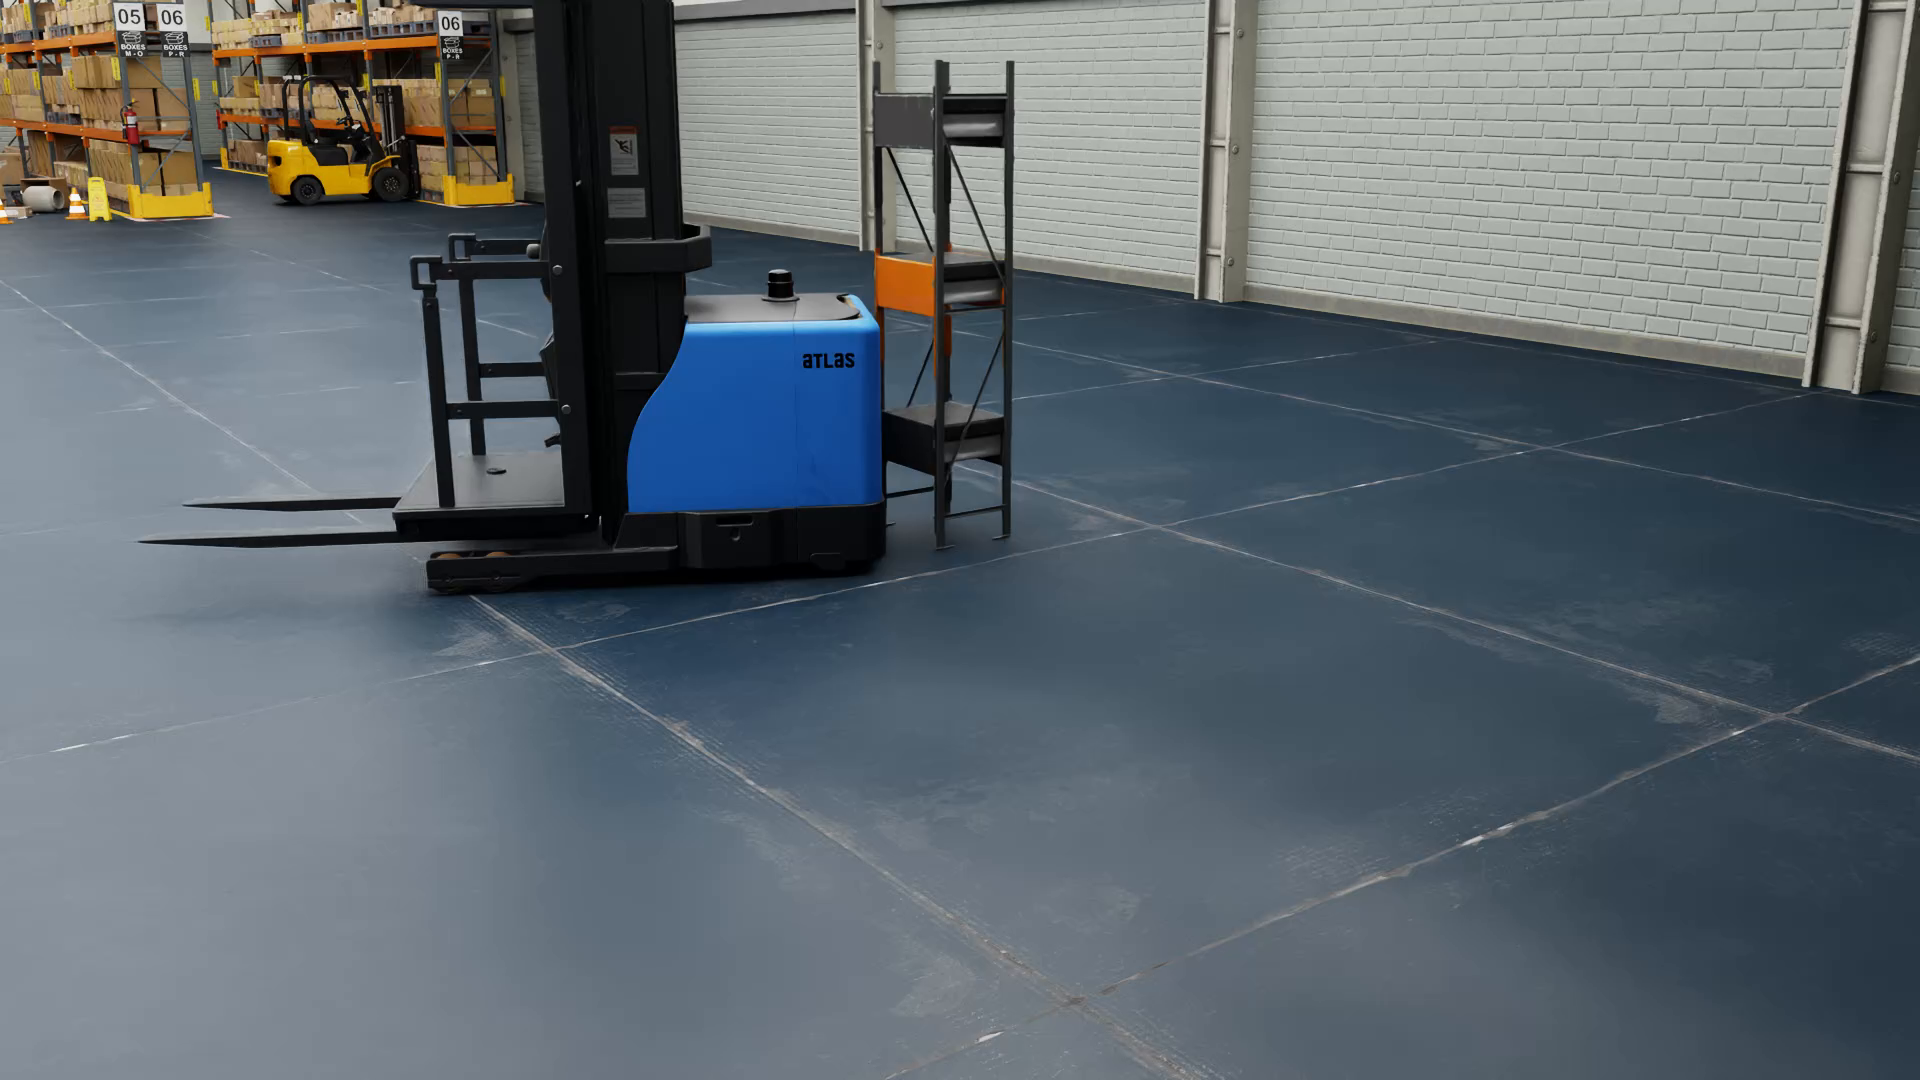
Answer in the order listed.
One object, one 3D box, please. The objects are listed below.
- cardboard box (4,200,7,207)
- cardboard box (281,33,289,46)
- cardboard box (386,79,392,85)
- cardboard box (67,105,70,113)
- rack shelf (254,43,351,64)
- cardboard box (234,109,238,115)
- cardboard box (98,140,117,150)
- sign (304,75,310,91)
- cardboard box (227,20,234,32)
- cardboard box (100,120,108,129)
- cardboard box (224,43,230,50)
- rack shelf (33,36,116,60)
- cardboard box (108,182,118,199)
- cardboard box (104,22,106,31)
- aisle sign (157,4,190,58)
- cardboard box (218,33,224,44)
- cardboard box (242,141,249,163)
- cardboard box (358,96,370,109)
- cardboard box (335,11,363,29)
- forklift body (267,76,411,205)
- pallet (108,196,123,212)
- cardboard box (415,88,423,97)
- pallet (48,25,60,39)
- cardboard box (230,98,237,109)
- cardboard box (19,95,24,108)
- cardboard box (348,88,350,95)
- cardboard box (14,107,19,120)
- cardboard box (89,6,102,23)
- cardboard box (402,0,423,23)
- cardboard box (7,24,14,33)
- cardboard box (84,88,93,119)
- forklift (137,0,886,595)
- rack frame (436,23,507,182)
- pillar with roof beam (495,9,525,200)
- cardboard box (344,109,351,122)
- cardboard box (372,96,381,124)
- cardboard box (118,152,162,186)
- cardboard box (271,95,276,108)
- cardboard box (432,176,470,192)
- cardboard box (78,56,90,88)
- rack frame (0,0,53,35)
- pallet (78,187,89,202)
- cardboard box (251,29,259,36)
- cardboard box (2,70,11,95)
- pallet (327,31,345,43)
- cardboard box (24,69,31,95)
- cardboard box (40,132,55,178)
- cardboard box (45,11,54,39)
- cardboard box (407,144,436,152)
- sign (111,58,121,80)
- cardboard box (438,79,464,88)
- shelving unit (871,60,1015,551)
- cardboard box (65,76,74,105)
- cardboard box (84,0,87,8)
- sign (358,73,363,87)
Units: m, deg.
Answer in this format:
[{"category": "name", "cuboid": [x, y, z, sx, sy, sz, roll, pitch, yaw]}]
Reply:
[{"category": "cardboard box", "cuboid": [-16.017, -5.583, 27.473, 0.396, 0.266, 0.258, 4, 16, 13]}, {"category": "cardboard box", "cuboid": [-14.187, -10.695, 35.572, 0.500, 0.250, 0.500, -11, 19, -35]}, {"category": "cardboard box", "cuboid": [-10.347, -8.405, 30.622, 0.380, 0.149, 0.250, -10, 18, -33]}, {"category": "cardboard box", "cuboid": [-15.760, -7.720, 29.781, 0.380, 0.149, 0.250, -11, 19, -34]}, {"category": "rack shelf", "cuboid": [-14.275, -10.562, 36.163, 1.077, 0.370, 4.000, -11, 19, -35]}, {"category": "cardboard box", "cuboid": [-17.114, -10.226, 39.733, 0.380, 0.149, 0.250, -12, 19, -36]}, {"category": "cardboard box", "cuboid": [-14.142, -6.590, 27.735, 0.380, 0.149, 0.250, -10, 18, -31]}, {"category": "sign", "cuboid": [-13.532, -9.469, 34.446, 0.100, 0.325, 0.005, -11, 19, -35]}, {"category": "cardboard box", "cuboid": [-16.847, -12.044, 38.991, 0.500, 0.250, 0.500, -10, 18, -33]}, {"category": "cardboard box", "cuboid": [-13.919, -6.847, 27.386, 0.380, 0.149, 0.250, -11, 19, -35]}, {"category": "cardboard box", "cuboid": [-17.268, -11.731, 39.549, 0.380, 0.149, 0.250, -11, 19, -35]}, {"category": "rack shelf", "cuboid": [-15.936, -8.936, 30.224, 1.077, 0.370, 4.000, -11, 19, -35]}, {"category": "cardboard box", "cuboid": [-13.711, -5.785, 27.444, 0.500, 0.250, 0.500, -12, 19, -37]}, {"category": "cardboard box", "cuboid": [-13.145, -8.024, 26.003, 0.380, 0.149, 0.250, -10, 18, -33]}, {"category": "aisle sign", "cuboid": [-12.121, -7.844, 25.628, 0.394, 0.787, 0.004, -11, 19, -35]}, {"category": "cardboard box", "cuboid": [-17.447, -12.018, 39.844, 0.500, 0.250, 0.500, -10, 18, -33]}, {"category": "cardboard box", "cuboid": [-16.818, -9.278, 39.731, 0.500, 0.500, 0.500, -10, 18, -34]}, {"category": "cardboard box", "cuboid": [-11.242, -8.414, 31.975, 0.500, 0.250, 0.500, -11, 19, -36]}, {"category": "cardboard box", "cuboid": [-11.821, -10.116, 32.355, 0.500, 0.311, 0.500, -12, 19, -36]}, {"category": "forklift body", "cuboid": [-10.986, -7.039, 29.219, 2.313, 2.155, 1.214, -11, 19, -35]}, {"category": "pallet", "cuboid": [-13.615, -5.666, 27.877, 1.003, 0.211, 1.213, -11, 19, -35]}, {"category": "cardboard box", "cuboid": [-9.434, -7.937, 29.476, 0.380, 0.149, 0.250, -12, 19, -36]}, {"category": "pallet", "cuboid": [-15.649, -9.135, 29.943, 1.213, 0.211, 1.003, -11, 19, -35]}, {"category": "cardboard box", "cuboid": [-17.156, -10.460, 39.832, 0.500, 0.250, 0.500, -11, 19, -36]}, {"category": "cardboard box", "cuboid": [-18.828, -8.930, 33.857, 0.500, 0.250, 0.500, -11, 19, -34]}, {"category": "cardboard box", "cuboid": [-11.760, -8.794, 32.606, 0.380, 0.149, 0.250, -11, 19, -36]}, {"category": "cardboard box", "cuboid": [-19.418, -8.910, 34.733, 0.500, 0.250, 0.500, -11, 19, -36]}, {"category": "cardboard box", "cuboid": [-13.530, -8.358, 26.470, 0.500, 0.250, 0.500, -10, 18, -33]}, {"category": "cardboard box", "cuboid": [-9.374, -9.363, 29.247, 0.700, 0.500, 0.500, -11, 19, -34]}, {"category": "cardboard box", "cuboid": [-19.003, -10.330, 33.600, 0.380, 0.166, 0.250, -12, 20, -38]}, {"category": "cardboard box", "cuboid": [-14.412, -7.360, 28.033, 0.500, 0.500, 0.500, -11, 19, -35]}, {"category": "forklift", "cuboid": [-1.877, -1.340, 6.921, 3.031, 2.935, 1.130, -2, 15, -8]}, {"category": "rack frame", "cuboid": [-8.395, -7.326, 28.662, 1.000, 3.000, 0.127, -11, 19, -35]}, {"category": "pillar with roof beam", "cuboid": [-11.558, -9.840, 26.483, 9.100, 9.000, 0.400, -11, 19, -35]}, {"category": "cardboard box", "cuboid": [-11.822, -8.392, 32.841, 0.500, 0.250, 0.500, -11, 19, -34]}, {"category": "cardboard box", "cuboid": [-10.697, -8.093, 31.275, 0.500, 0.500, 0.500, -12, 19, -36]}, {"category": "cardboard box", "cuboid": [-13.090, -5.924, 26.530, 0.500, 0.500, 0.500, -11, 19, -34]}, {"category": "cardboard box", "cuboid": [-14.944, -9.670, 36.685, 0.396, 0.266, 0.258, -10, 18, -32]}, {"category": "cardboard box", "cuboid": [-8.927, -6.254, 29.157, 0.500, 0.250, 0.500, -11, 19, -34]}, {"category": "cardboard box", "cuboid": [-14.120, -7.732, 27.496, 0.700, 0.500, 0.500, -11, 19, -36]}, {"category": "rack frame", "cuboid": [-19.463, -12.011, 34.414, 1.000, 3.000, 0.127, -11, 19, -35]}, {"category": "pallet", "cuboid": [-15.219, -6.230, 29.940, 1.003, 0.211, 1.213, -11, 19, -35]}, {"category": "cardboard box", "cuboid": [-15.597, -11.340, 37.134, 0.380, 0.149, 0.250, -11, 19, -34]}, {"category": "cardboard box", "cuboid": [-19.964, -9.706, 35.273, 0.500, 0.500, 0.500, -11, 19, -35]}, {"category": "pallet", "cuboid": [-11.967, -10.021, 33.183, 1.003, 0.211, 1.213, -10, 18, -32]}, {"category": "cardboard box", "cuboid": [-18.222, -9.079, 32.982, 0.500, 0.500, 0.500, -11, 19, -34]}, {"category": "cardboard box", "cuboid": [-17.972, -7.793, 33.595, 0.875, 0.875, 0.875, -11, 19, -34]}, {"category": "cardboard box", "cuboid": [-16.562, -9.554, 30.931, 0.700, 0.500, 0.500, -11, 19, -35]}, {"category": "cardboard box", "cuboid": [-9.820, -7.059, 30.203, 0.500, 0.250, 0.500, -11, 19, -36]}, {"category": "sign", "cuboid": [-12.868, -7.184, 25.350, 0.100, 0.325, 0.005, -11, 19, -35]}, {"category": "cardboard box", "cuboid": [-8.776, -7.875, 28.684, 0.380, 0.149, 0.250, -11, 19, -34]}, {"category": "shelving unit", "cuboid": [-0.076, -1.048, 7.428, 0.431, 2.100, 0.503, -10, 18, -33]}, {"category": "cardboard box", "cuboid": [-15.509, -7.972, 29.473, 0.500, 0.500, 0.500, -11, 19, -34]}, {"category": "cardboard box", "cuboid": [-14.028, -8.732, 27.081, 0.380, 0.149, 0.250, -11, 19, -35]}, {"category": "sign", "cuboid": [-12.652, -9.680, 35.068, 0.100, 0.325, 0.005, -11, 19, -35]}]
